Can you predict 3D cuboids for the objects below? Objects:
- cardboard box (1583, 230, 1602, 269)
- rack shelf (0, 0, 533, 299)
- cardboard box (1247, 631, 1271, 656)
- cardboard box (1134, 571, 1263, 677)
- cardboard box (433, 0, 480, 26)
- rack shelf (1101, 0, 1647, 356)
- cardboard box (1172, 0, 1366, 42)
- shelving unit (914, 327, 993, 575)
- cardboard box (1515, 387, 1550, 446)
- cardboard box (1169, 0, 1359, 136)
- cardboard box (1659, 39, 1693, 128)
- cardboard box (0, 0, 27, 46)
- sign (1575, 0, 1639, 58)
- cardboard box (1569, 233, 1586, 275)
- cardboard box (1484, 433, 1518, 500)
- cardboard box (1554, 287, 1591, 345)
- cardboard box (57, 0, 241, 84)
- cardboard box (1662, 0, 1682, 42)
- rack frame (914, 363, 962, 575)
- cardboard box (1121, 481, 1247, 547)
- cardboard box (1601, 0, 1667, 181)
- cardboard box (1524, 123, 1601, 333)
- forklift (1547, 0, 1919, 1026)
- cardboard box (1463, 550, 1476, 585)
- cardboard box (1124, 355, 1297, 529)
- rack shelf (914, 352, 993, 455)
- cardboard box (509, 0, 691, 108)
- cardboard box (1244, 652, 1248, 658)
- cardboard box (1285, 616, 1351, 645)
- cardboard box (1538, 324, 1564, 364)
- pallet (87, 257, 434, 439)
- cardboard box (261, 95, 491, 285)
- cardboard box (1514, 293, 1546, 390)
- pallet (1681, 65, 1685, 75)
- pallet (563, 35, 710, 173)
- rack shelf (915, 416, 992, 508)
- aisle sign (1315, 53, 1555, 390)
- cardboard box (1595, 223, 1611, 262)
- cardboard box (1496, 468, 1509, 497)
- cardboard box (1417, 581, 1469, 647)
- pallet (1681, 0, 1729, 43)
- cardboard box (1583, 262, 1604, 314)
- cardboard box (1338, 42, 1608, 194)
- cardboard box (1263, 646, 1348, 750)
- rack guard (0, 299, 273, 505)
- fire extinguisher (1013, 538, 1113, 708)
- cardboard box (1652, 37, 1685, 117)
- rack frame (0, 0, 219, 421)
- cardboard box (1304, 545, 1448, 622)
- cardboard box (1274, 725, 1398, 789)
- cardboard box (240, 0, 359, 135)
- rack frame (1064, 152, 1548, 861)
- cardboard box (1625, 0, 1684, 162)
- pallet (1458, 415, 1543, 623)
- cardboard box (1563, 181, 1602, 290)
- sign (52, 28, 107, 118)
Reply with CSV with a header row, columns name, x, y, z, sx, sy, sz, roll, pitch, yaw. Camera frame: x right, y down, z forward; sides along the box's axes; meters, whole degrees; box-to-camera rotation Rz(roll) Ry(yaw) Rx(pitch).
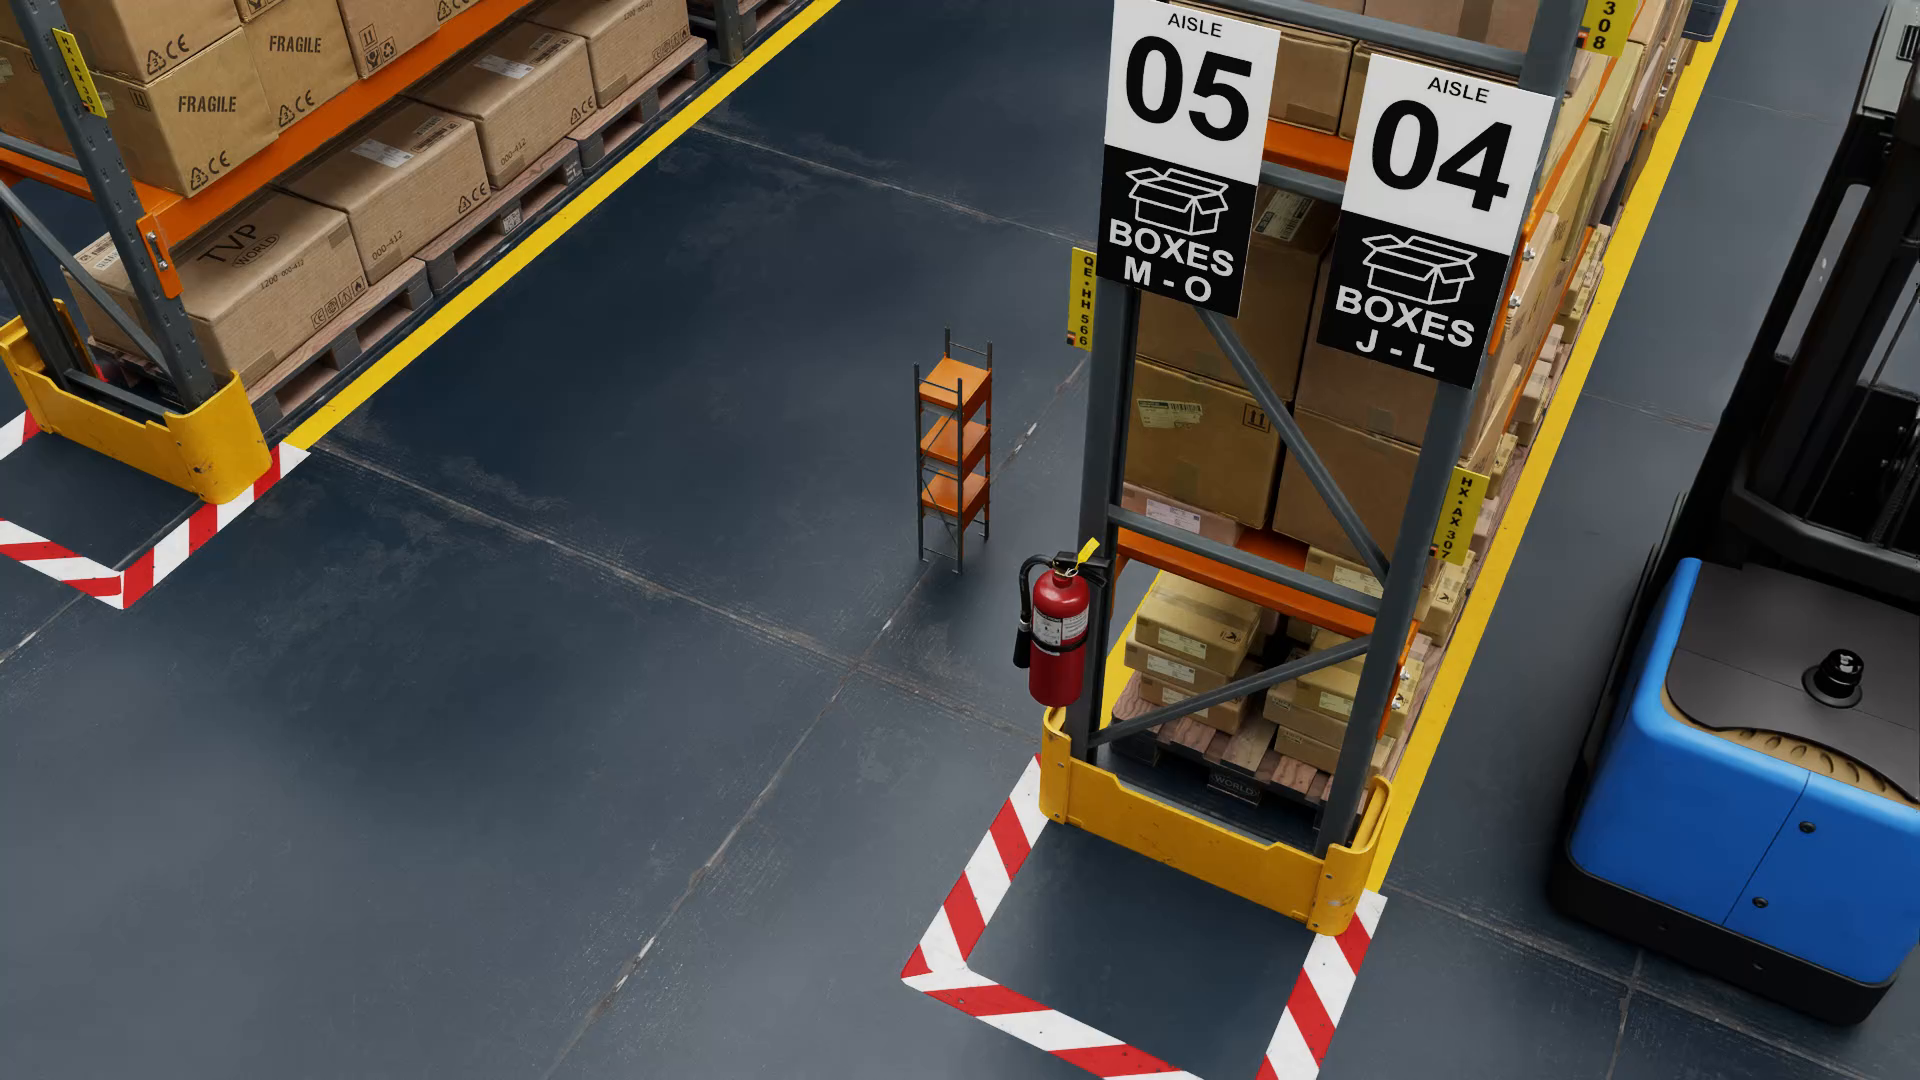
name,x,y,z,sx,sy,sz,roll,pitch,yaw
cardboard box,2.665,-1.325,7.521,0.380,0.149,0.250,21,49,20
rack shelf,-2.676,-2.512,7.909,1.077,0.370,4.000,20,49,19
cardboard box,0.988,0.242,6.182,0.380,0.149,0.250,19,48,18
cardboard box,0.848,0.294,5.921,0.380,0.149,0.250,21,49,19
cardboard box,-2.448,-2.711,7.530,0.500,0.500,0.500,22,49,20
rack shelf,1.755,-1.996,5.290,1.077,0.370,4.000,20,49,19
cardboard box,0.815,-1.486,4.034,0.500,0.250,0.500,19,48,18
shelving unit,-0.025,-0.335,6.623,0.215,1.050,0.252,20,49,19
cardboard box,2.323,-0.588,7.211,0.380,0.149,0.250,20,49,19
cardboard box,0.803,-1.310,4.212,0.500,0.250,0.500,19,48,18
cardboard box,3.505,-2.435,8.790,0.500,0.500,0.500,23,50,21
cardboard box,-3.592,-2.274,6.395,0.500,0.500,0.500,22,49,20
sign,1.307,-1.117,3.301,0.100,0.325,0.005,20,49,19
cardboard box,2.096,-1.100,6.185,0.380,0.149,0.250,21,49,20
cardboard box,1.964,-0.342,6.550,0.380,0.149,0.250,21,49,20
cardboard box,2.595,-1.052,7.460,0.380,0.149,0.250,19,48,18
cardboard box,-3.130,-2.100,6.223,0.500,0.500,0.500,19,48,18
cardboard box,2.470,-2.233,6.145,0.500,0.500,0.500,19,48,18
rack frame,-0.081,-0.258,6.547,0.200,1.050,0.008,20,49,19
cardboard box,0.728,-0.145,5.241,0.380,0.149,0.250,21,49,19
cardboard box,1.993,-1.583,5.503,0.500,0.500,0.500,19,48,18
cardboard box,1.499,-0.941,4.868,0.500,0.500,0.500,22,49,20
forklift,3.170,-0.507,5.470,1.130,2.935,3.031,21,49,20
cardboard box,1.725,0.107,6.315,0.380,0.149,0.250,22,49,20
cardboard box,0.807,-0.442,5.078,0.500,0.500,0.500,21,49,20
rack shelf,-0.025,-0.527,6.429,0.215,0.259,0.240,20,49,19
cardboard box,-2.134,-2.912,9.305,0.875,0.438,0.875,20,49,19
cardboard box,0.916,0.324,6.310,0.380,0.149,0.250,22,49,20
cardboard box,1.392,0.280,5.935,0.380,0.149,0.250,21,49,20
cardboard box,2.323,-0.827,7.029,0.380,0.149,0.250,18,48,17
pallet,-3.303,-1.054,7.924,1.003,0.211,1.213,20,49,19
cardboard box,-2.969,-1.780,8.186,0.875,0.438,0.875,22,49,20
cardboard box,1.506,-0.611,5.246,0.500,0.500,0.500,21,49,19
pallet,3.609,-2.736,9.586,1.003,0.211,1.213,20,49,19
pallet,-2.170,-2.591,9.443,1.003,0.211,1.213,20,49,19
rack shelf,-0.025,-0.328,6.631,0.215,0.259,0.240,20,49,19
aisle sign,1.058,-0.703,3.788,0.394,0.787,0.004,20,49,19
cardboard box,2.819,-1.401,7.805,0.380,0.149,0.250,21,49,20
cardboard box,2.060,-0.283,6.910,0.380,0.149,0.250,20,49,19
cardboard box,1.727,0.220,6.412,0.380,0.149,0.250,21,49,20
pallet,3.167,-2.820,7.843,1.003,0.211,1.213,20,49,19
cardboard box,2.803,-1.240,7.856,0.380,0.149,0.250,21,49,20
cardboard box,1.261,-1.134,4.039,0.500,0.250,0.500,22,49,20
cardboard box,1.297,0.570,5.857,0.380,0.149,0.250,22,49,21
rack guard,-3.616,-0.611,7.282,1.175,0.500,0.348,20,49,19
fire extinguisher,0.301,0.230,5.010,0.296,0.674,0.183,20,49,19
cardboard box,3.260,-2.365,8.193,0.500,0.250,0.500,18,48,17
rack frame,-3.605,-1.505,6.408,1.000,3.000,0.127,20,49,19
cardboard box,1.267,0.058,5.040,0.380,0.149,0.250,20,49,19
cardboard box,1.353,0.696,5.942,0.380,0.149,0.250,21,49,20
cardboard box,-2.917,-2.076,6.902,0.500,0.500,0.500,20,49,19
rack frame,0.827,0.066,4.856,1.000,3.000,0.127,20,49,19
cardboard box,2.467,-1.869,6.489,0.500,0.500,0.500,19,48,18
pallet,1.838,-0.268,7.146,1.003,0.211,1.213,20,49,19
cardboard box,1.975,-1.239,5.866,0.500,0.500,0.500,19,48,18
sign,-3.116,-1.650,5.887,0.100,0.325,0.005,20,49,19
